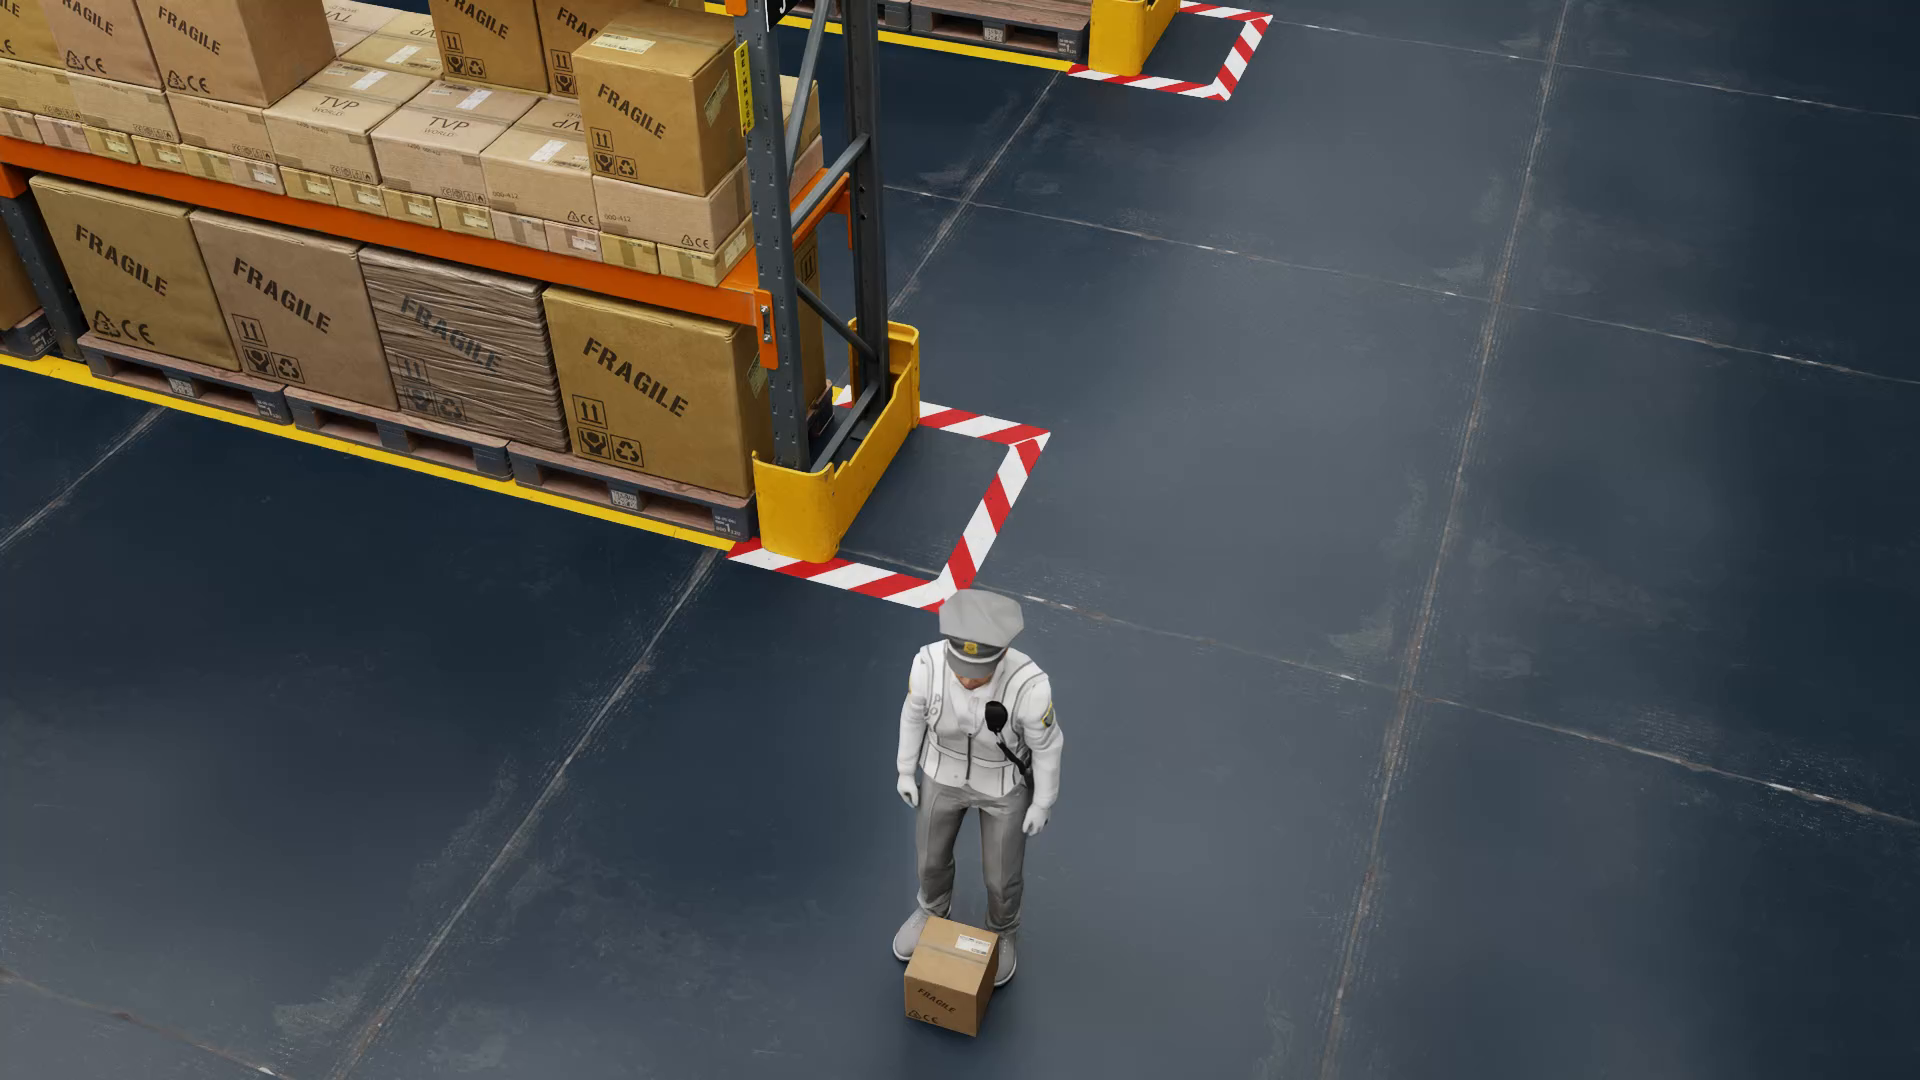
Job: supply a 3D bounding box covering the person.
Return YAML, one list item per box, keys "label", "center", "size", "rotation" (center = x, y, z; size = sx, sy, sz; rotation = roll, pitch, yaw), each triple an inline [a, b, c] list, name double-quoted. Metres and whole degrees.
- label: "person"
  center: [0.051, 0.781, 5.282]
  size: [0.528, 1.662, 0.375]
  rotation: [12, 43, 13]
